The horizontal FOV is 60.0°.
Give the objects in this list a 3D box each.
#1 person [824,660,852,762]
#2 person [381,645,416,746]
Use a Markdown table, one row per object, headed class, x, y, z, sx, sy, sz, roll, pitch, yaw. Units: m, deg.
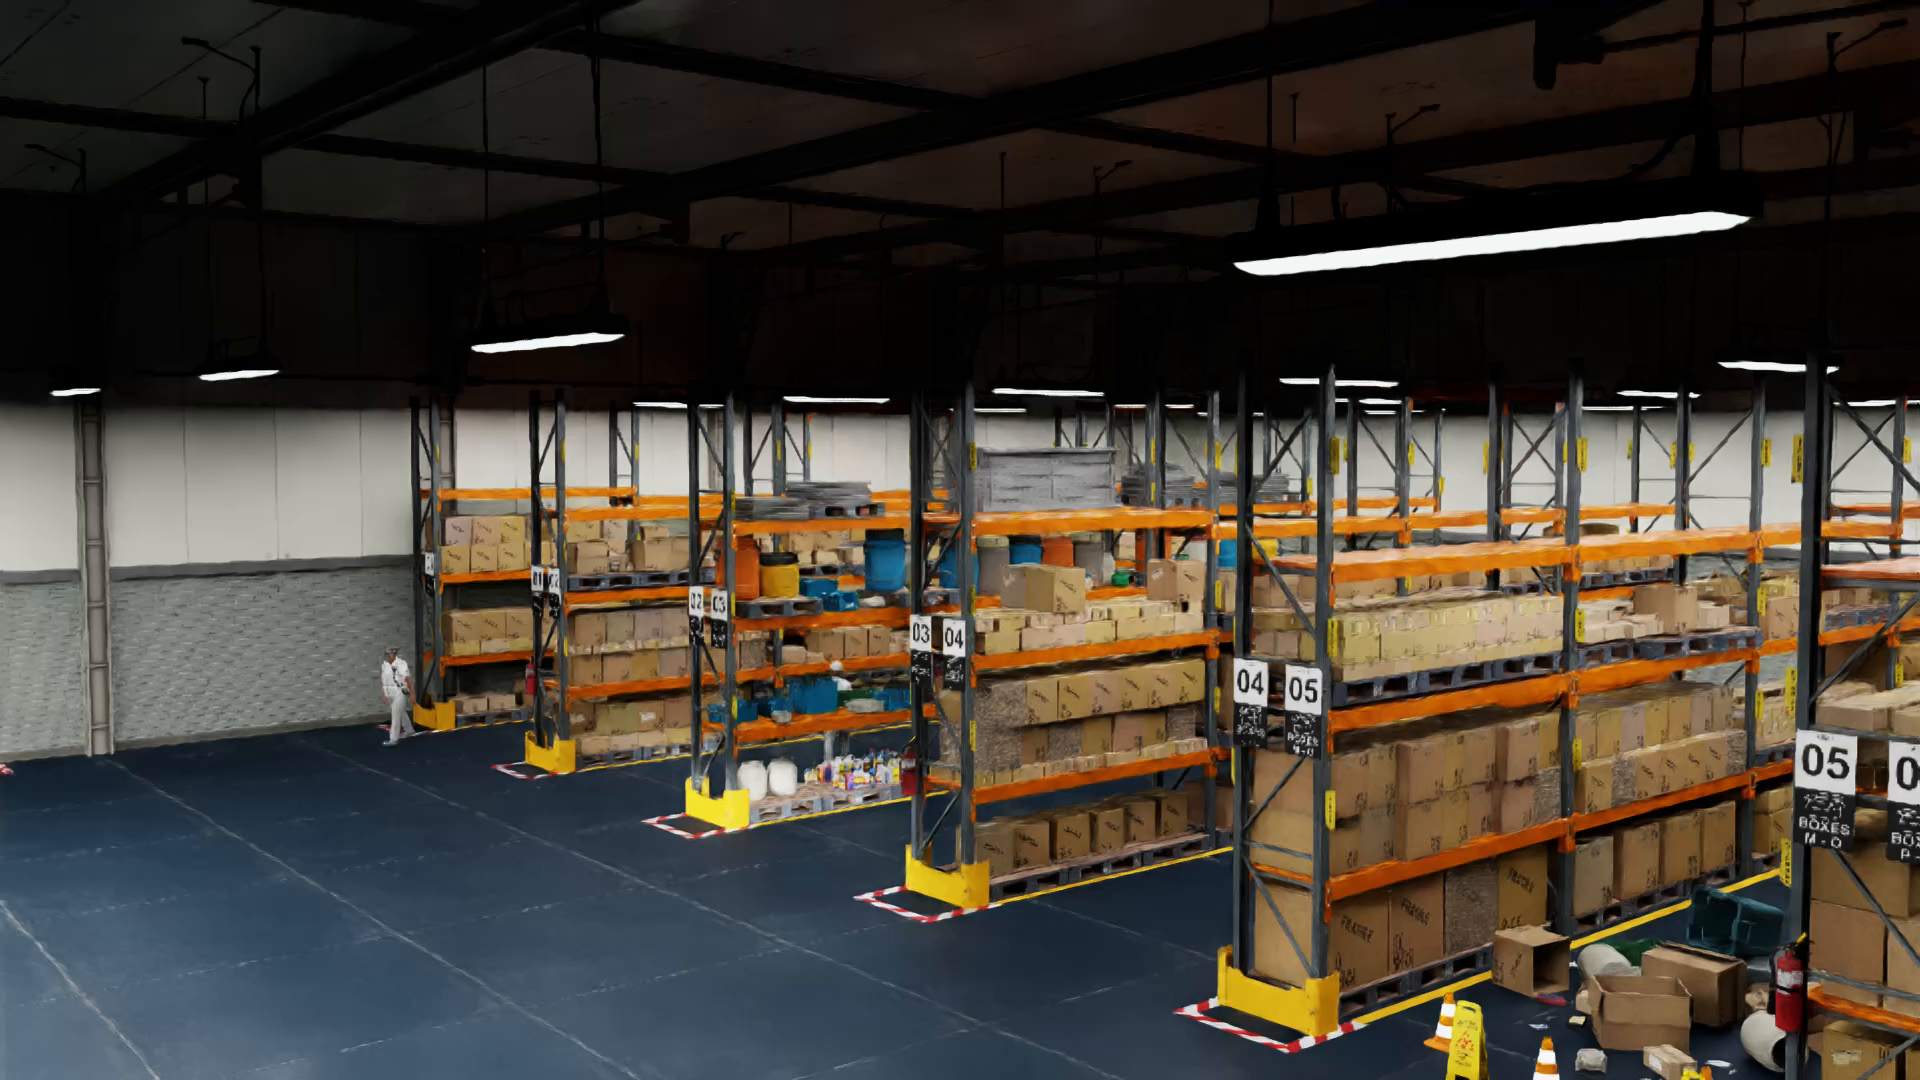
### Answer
| class | x | y | z | sx | sy | sz | roll | pitch | yaw |
| --- | --- | --- | --- | --- | --- | --- | --- | --- | --- |
| person | -1.949 | 2.743 | 25.834 | 0.625 | 1.765 | 0.497 | -1 | 3 | -10 |
| person | -9.667 | 2.637 | 28.492 | 0.585 | 1.706 | 0.976 | 2 | 4 | 28 |
